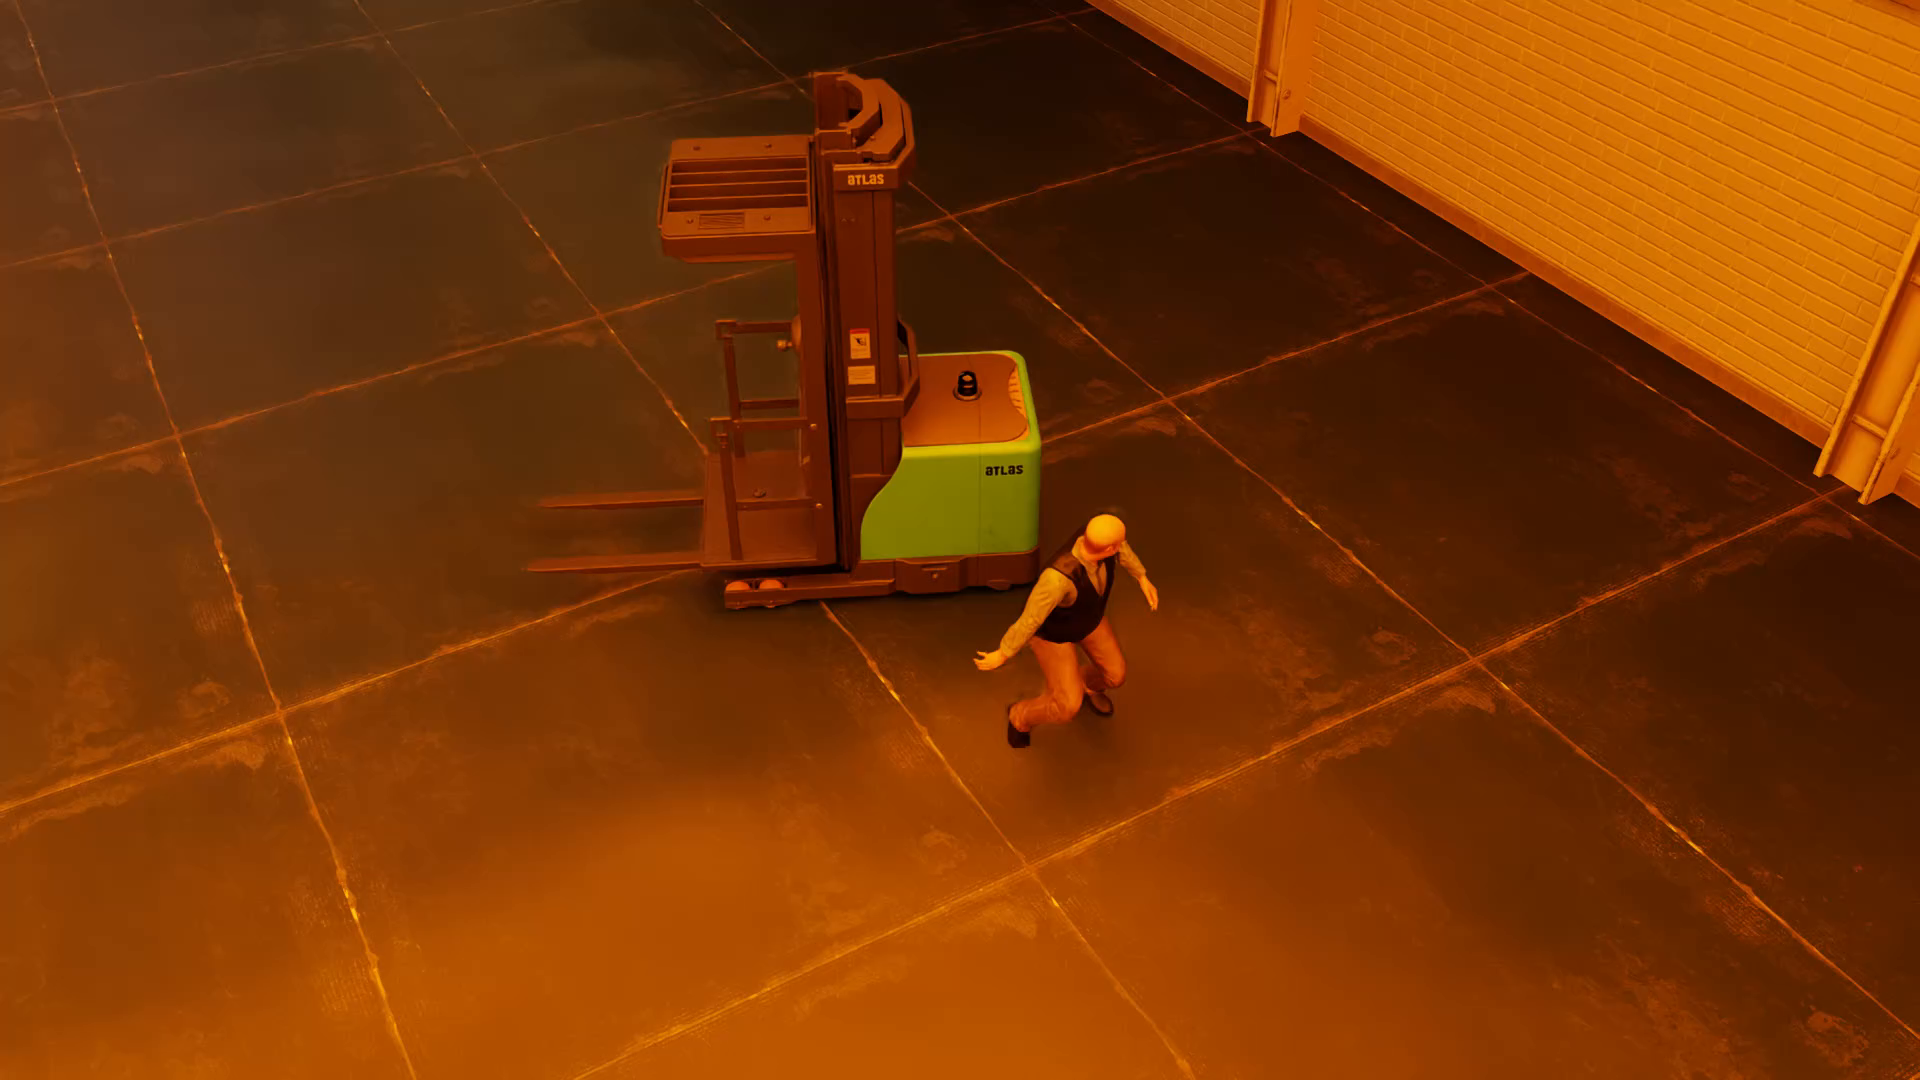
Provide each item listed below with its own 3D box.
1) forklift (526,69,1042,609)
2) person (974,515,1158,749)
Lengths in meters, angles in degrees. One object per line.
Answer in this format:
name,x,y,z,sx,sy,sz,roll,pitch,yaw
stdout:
forklift,-1.070,-1.072,9.329,3.031,2.935,1.130,-3,40,-4
person,0.547,0.490,8.593,0.965,1.596,0.502,-32,49,-32
